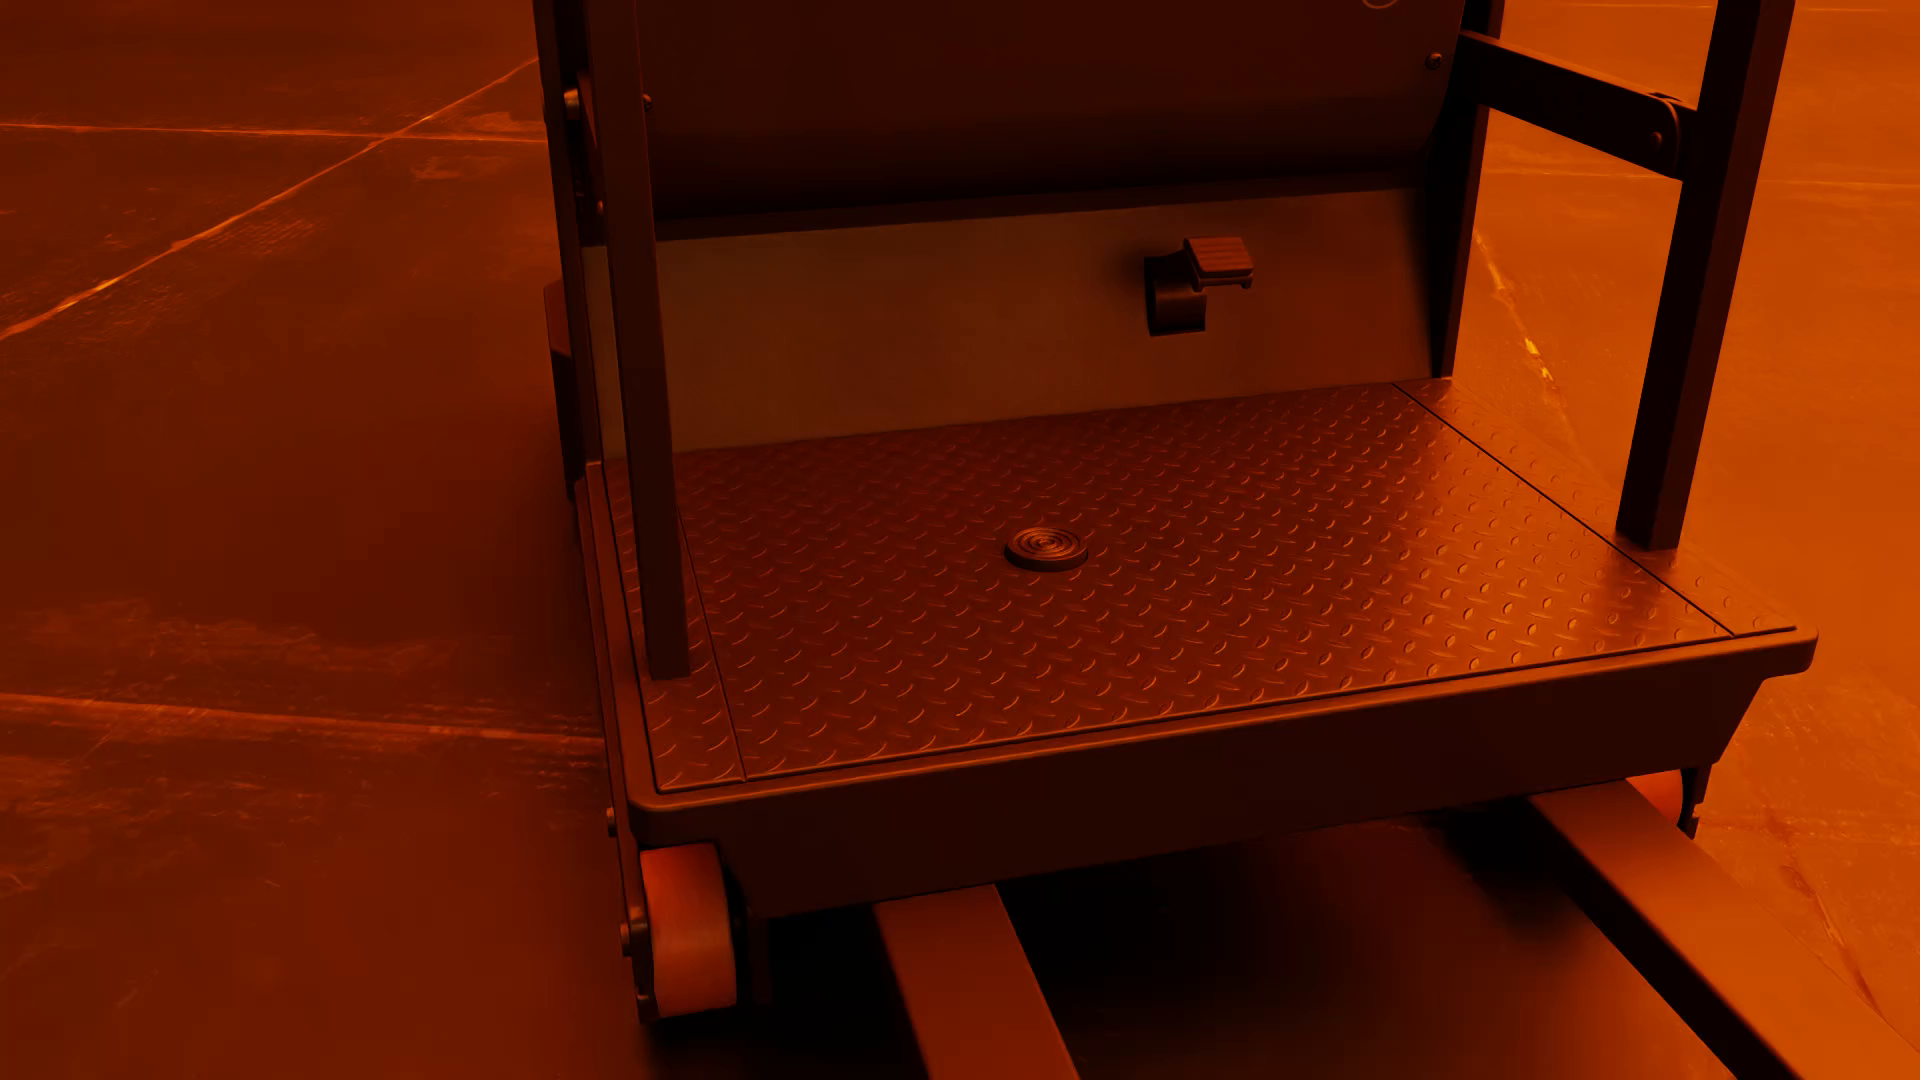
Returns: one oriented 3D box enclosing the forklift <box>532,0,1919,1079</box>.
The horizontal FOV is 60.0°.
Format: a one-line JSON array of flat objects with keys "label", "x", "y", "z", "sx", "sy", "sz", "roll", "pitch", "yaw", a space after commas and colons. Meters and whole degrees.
[{"label": "forklift", "x": 0.153, "y": -1.049, "z": 1.319, "sx": 1.130, "sy": 2.935, "sz": 3.031, "roll": -7, "pitch": 27, "yaw": -13}]
